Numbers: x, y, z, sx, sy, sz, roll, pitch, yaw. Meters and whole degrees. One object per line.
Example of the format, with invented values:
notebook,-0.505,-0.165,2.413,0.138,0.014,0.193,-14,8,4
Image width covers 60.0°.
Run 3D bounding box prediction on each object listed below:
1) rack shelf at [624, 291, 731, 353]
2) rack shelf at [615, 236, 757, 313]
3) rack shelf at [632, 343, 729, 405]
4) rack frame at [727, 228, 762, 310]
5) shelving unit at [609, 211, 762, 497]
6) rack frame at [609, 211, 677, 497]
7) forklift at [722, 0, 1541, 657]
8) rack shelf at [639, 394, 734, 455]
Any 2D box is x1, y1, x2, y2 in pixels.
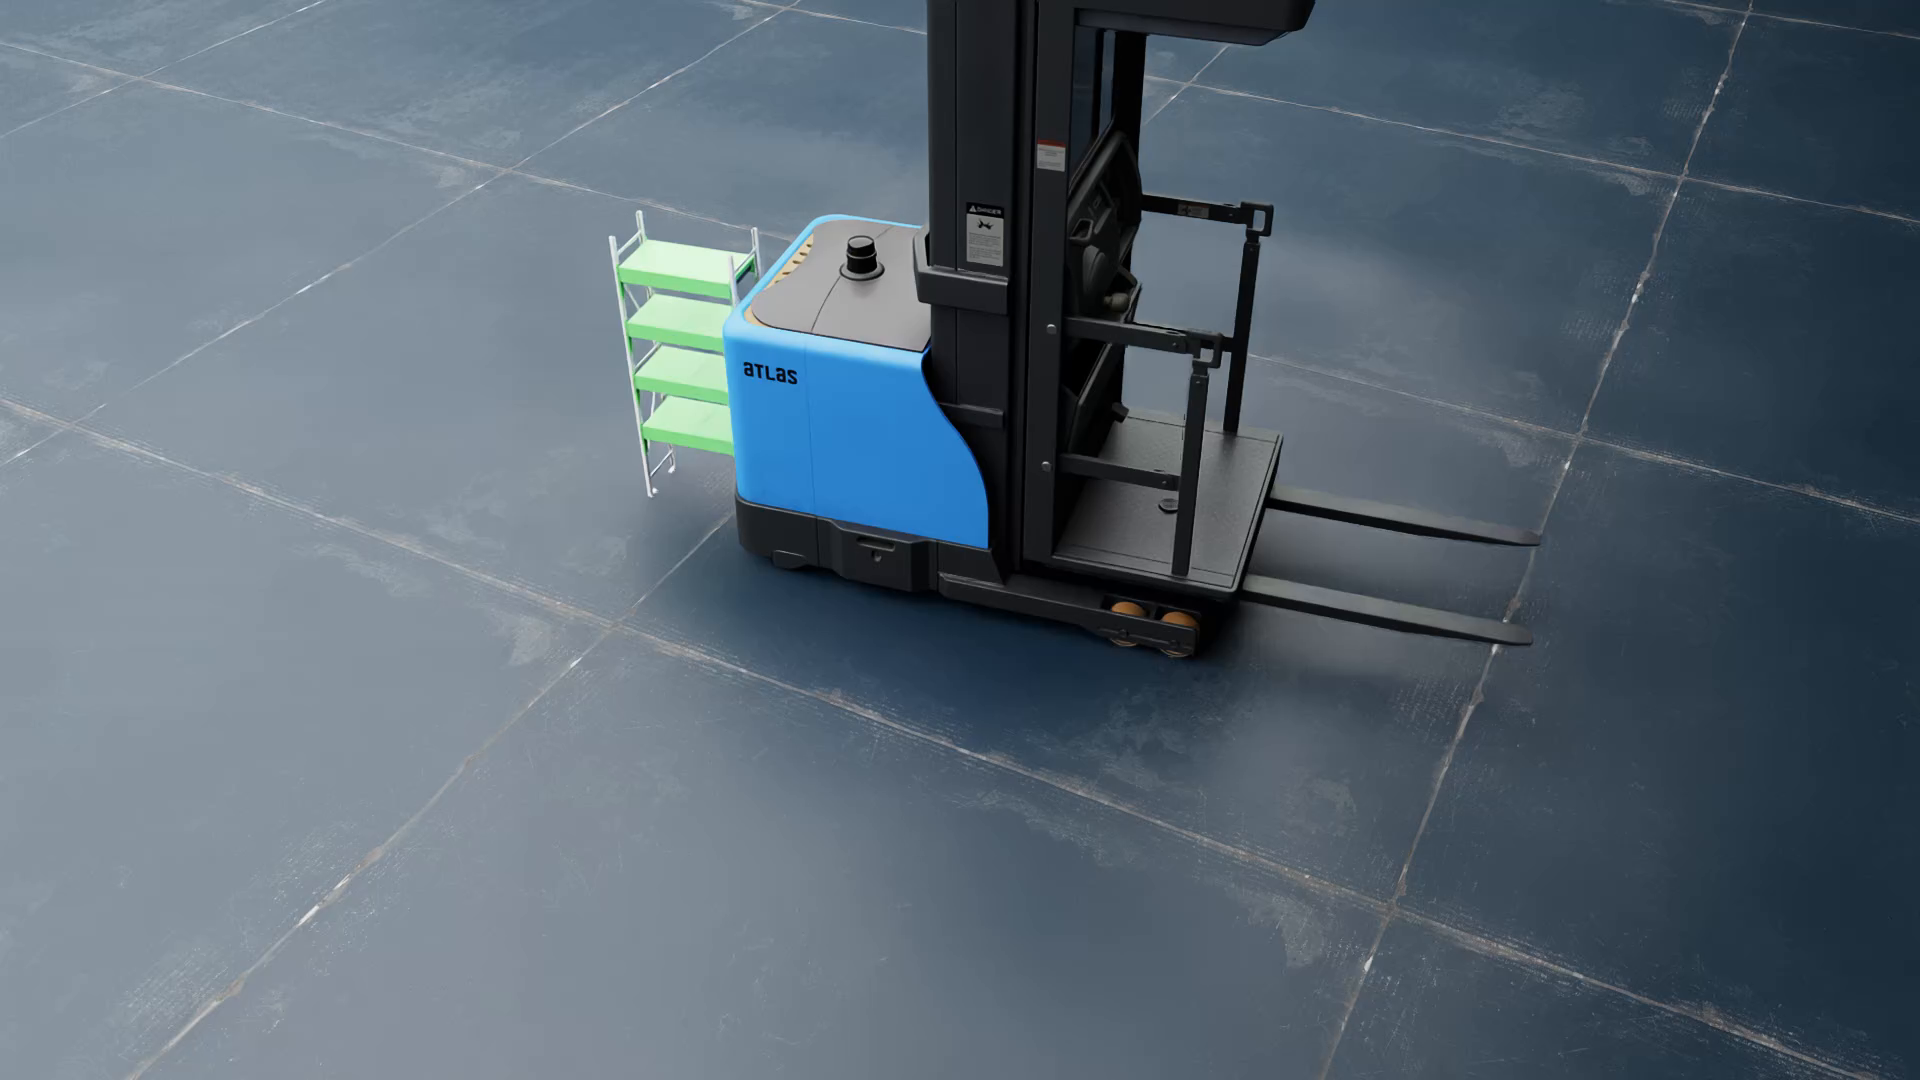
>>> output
rack shelf,-1.042,-0.824,6.547,0.480,0.148,0.258,11,39,15
rack shelf,-1.045,-1.016,6.403,0.480,0.148,0.258,11,39,15
rack shelf,-1.039,-0.632,6.692,0.480,0.148,0.258,11,39,15
rack frame,-0.809,-0.639,6.590,0.015,1.200,0.240,11,39,15
shelving unit,-1.040,-0.683,6.653,0.503,1.200,0.258,11,39,15
rack frame,-1.271,-0.728,6.717,0.015,1.200,0.240,11,39,15
forklift,0.693,-1.095,5.768,3.031,2.935,1.130,11,39,14
rack shelf,-1.037,-0.441,6.836,0.480,0.148,0.258,11,39,15
